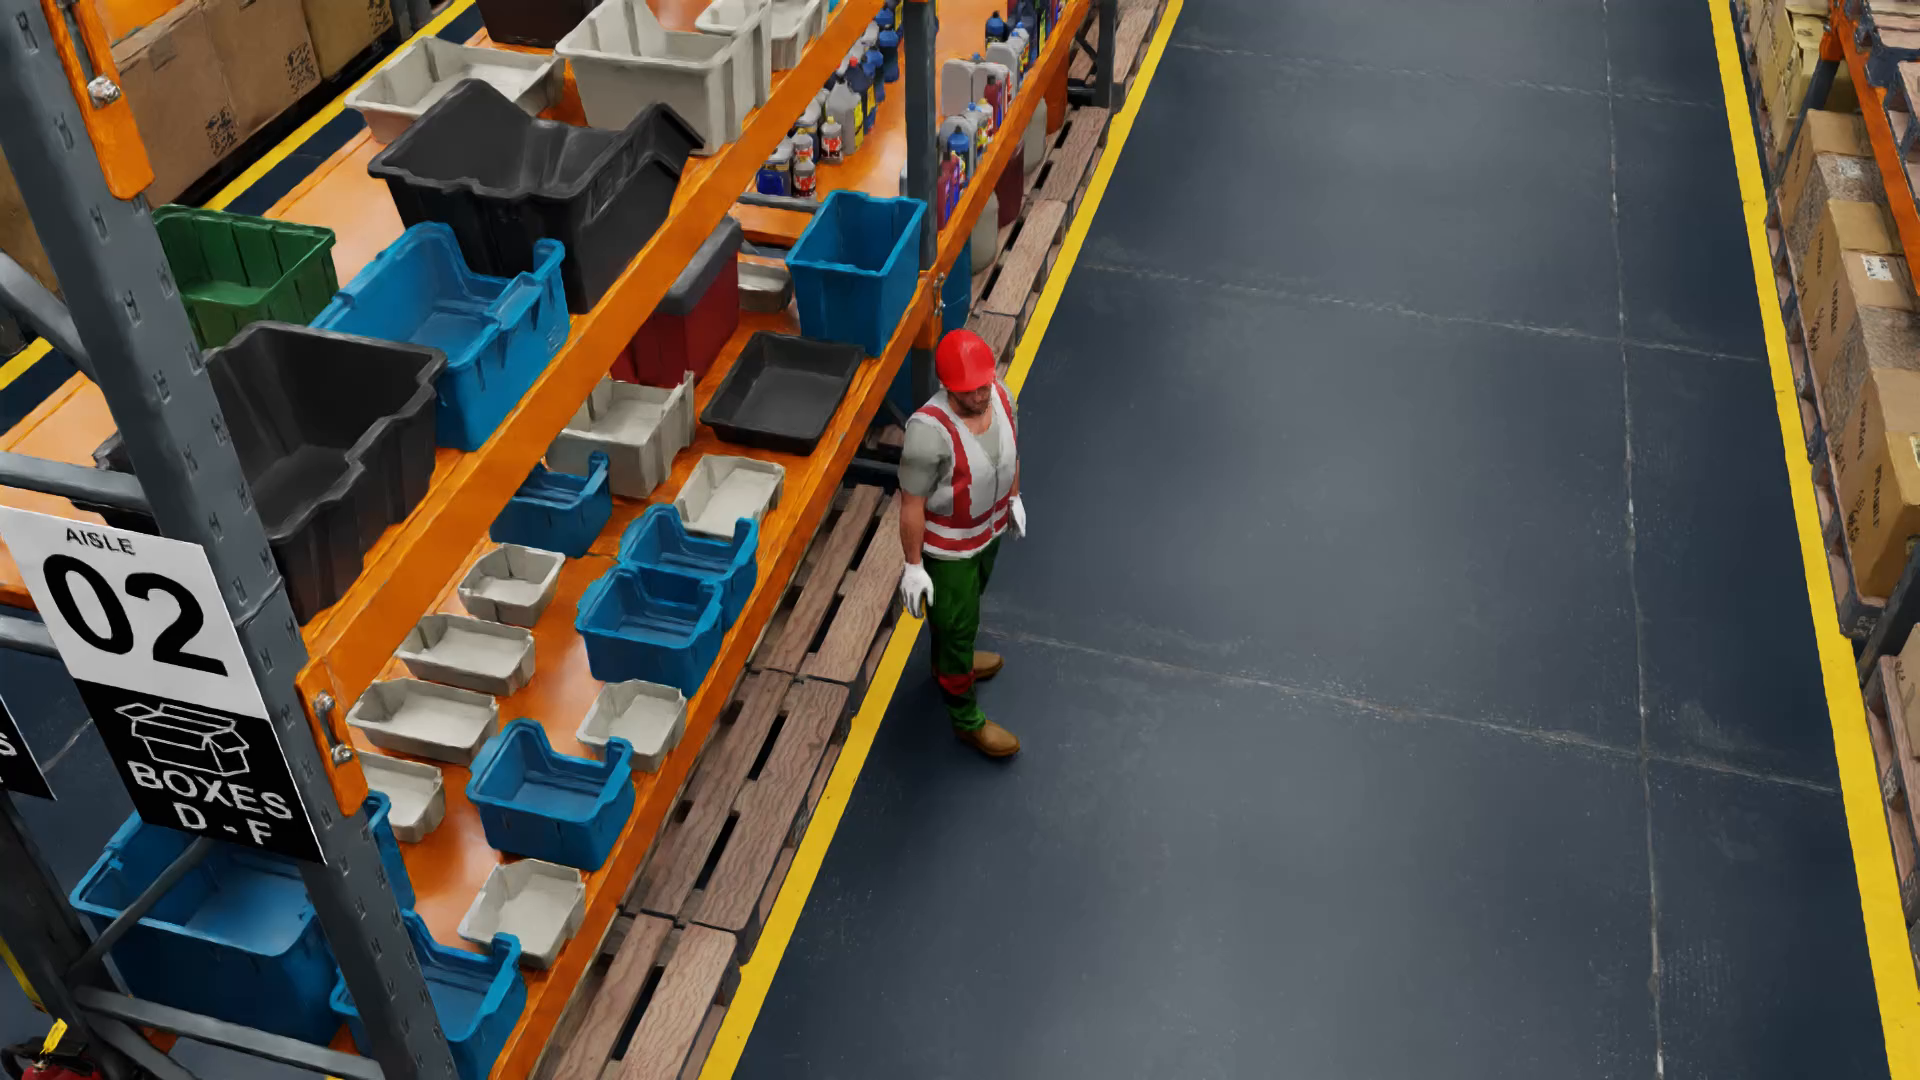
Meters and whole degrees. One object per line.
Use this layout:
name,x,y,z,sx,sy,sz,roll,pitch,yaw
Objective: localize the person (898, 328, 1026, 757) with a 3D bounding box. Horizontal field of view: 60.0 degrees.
person,0.046,0.016,6.082,0.580,1.787,0.678,24,46,26
